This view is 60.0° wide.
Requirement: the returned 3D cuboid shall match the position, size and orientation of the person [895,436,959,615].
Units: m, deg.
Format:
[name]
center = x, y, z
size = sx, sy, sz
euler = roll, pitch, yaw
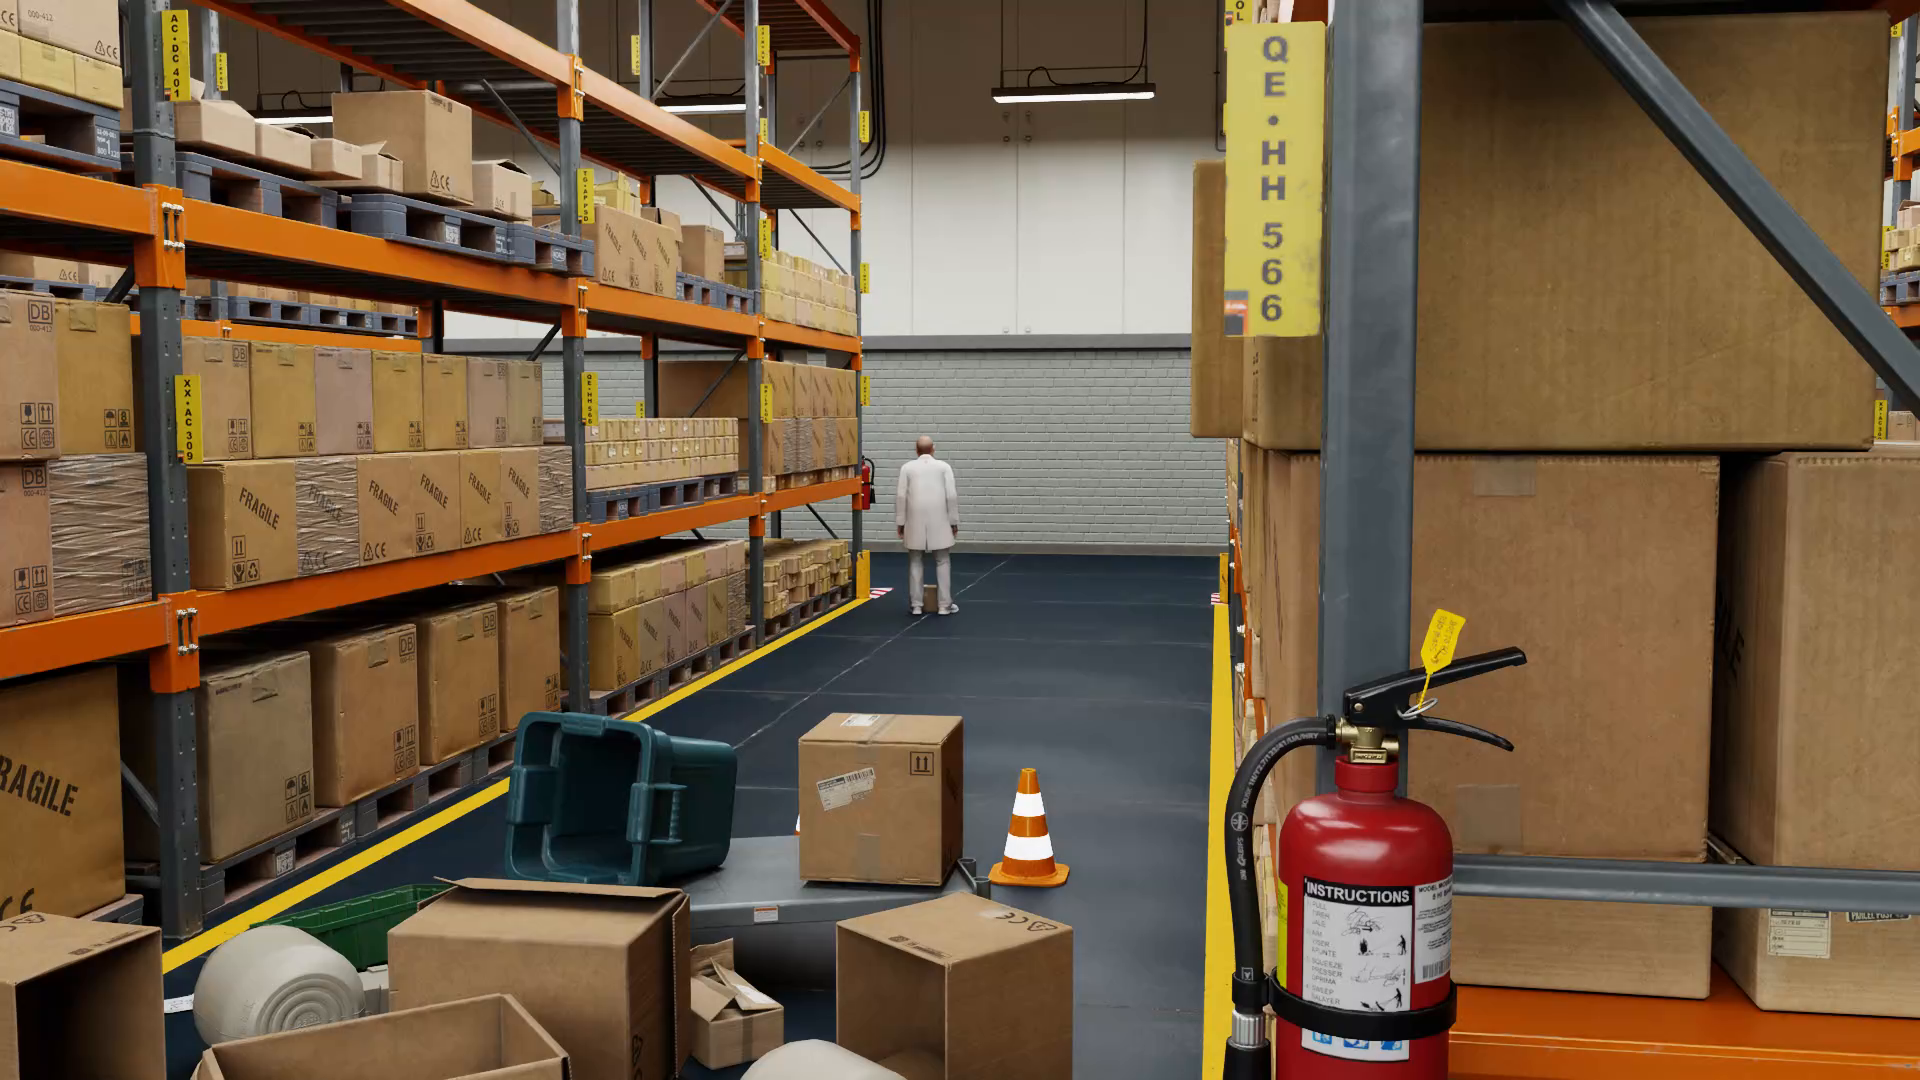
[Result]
[person]
center = -0.328, -0.149, 16.549
size = 0.647, 1.772, 0.433
euler = 0, 4, 3
